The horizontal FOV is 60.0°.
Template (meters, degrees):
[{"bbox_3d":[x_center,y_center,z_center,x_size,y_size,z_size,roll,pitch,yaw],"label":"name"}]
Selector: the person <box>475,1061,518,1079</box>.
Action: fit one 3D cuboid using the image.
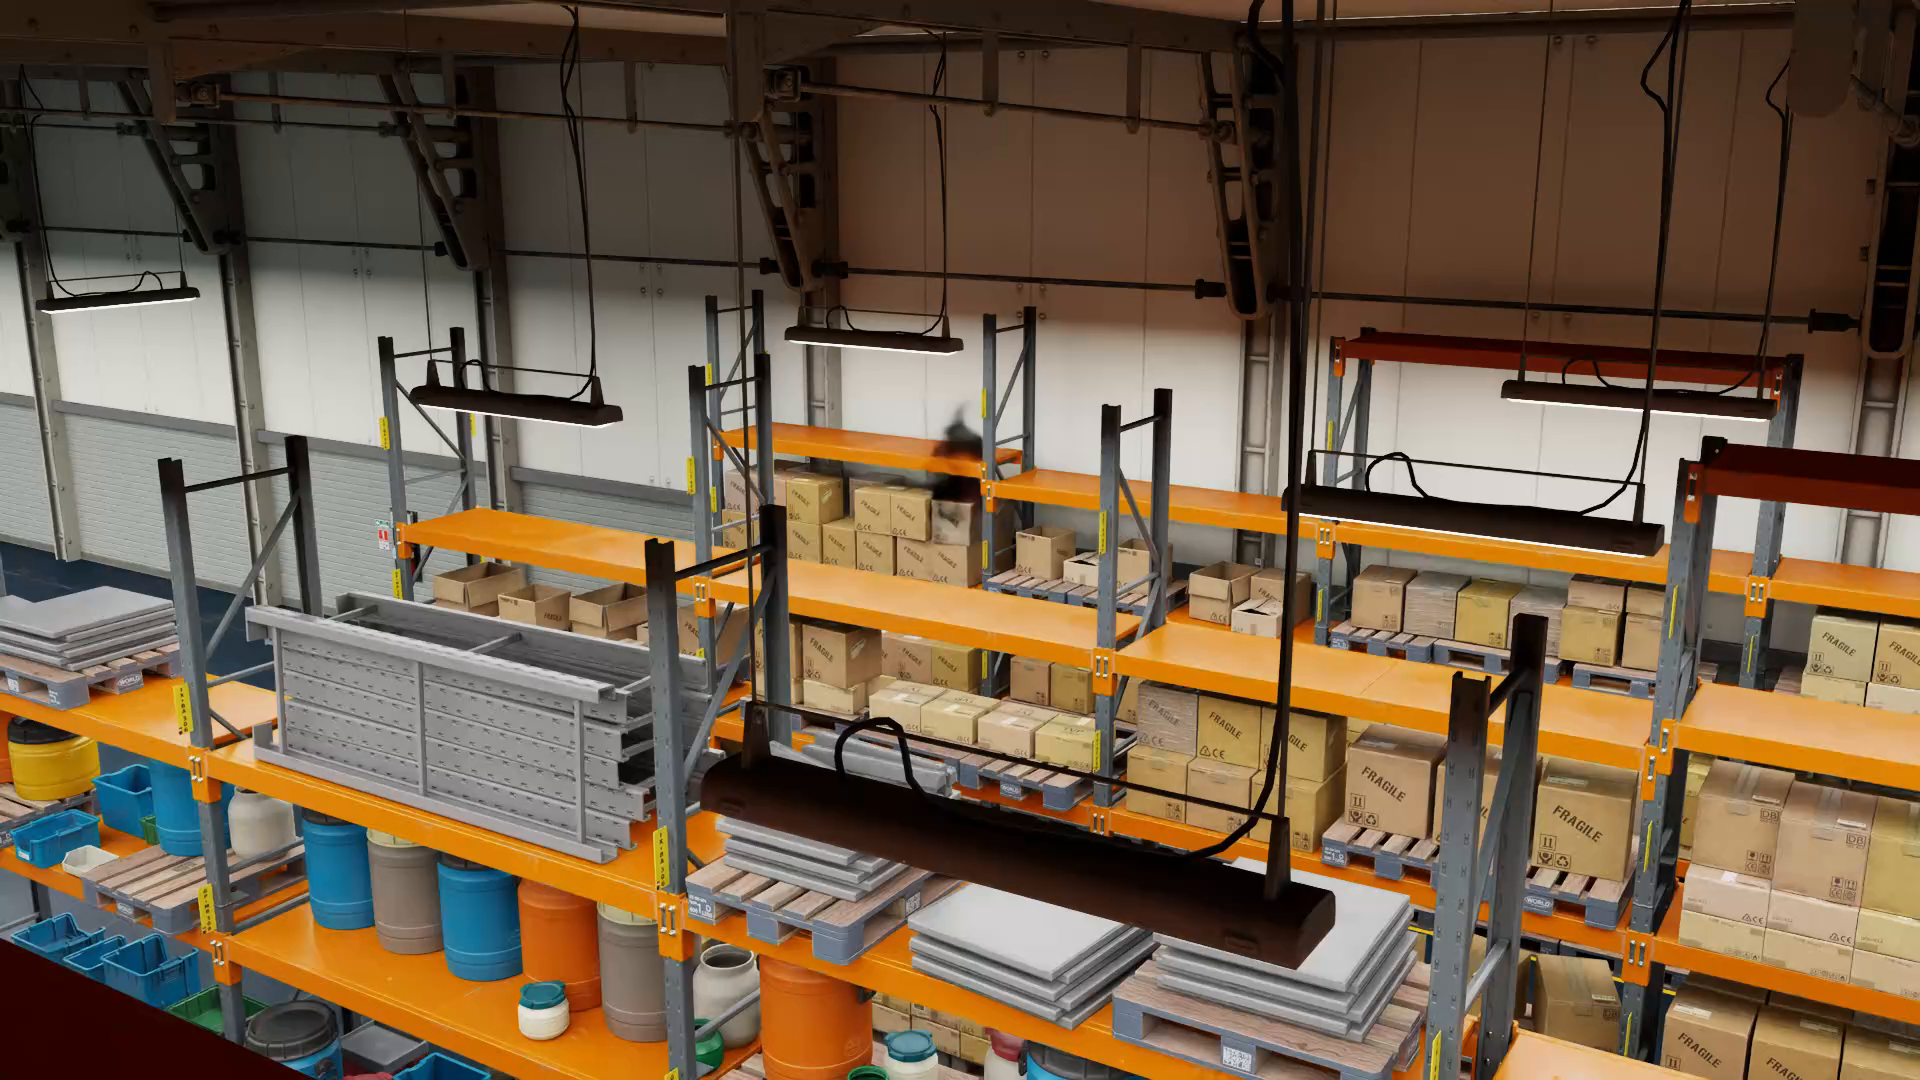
[{"bbox_3d":[-3.540,4.118,13.240,0.622,1.621,0.550,6,15,22],"label":"person"}]
